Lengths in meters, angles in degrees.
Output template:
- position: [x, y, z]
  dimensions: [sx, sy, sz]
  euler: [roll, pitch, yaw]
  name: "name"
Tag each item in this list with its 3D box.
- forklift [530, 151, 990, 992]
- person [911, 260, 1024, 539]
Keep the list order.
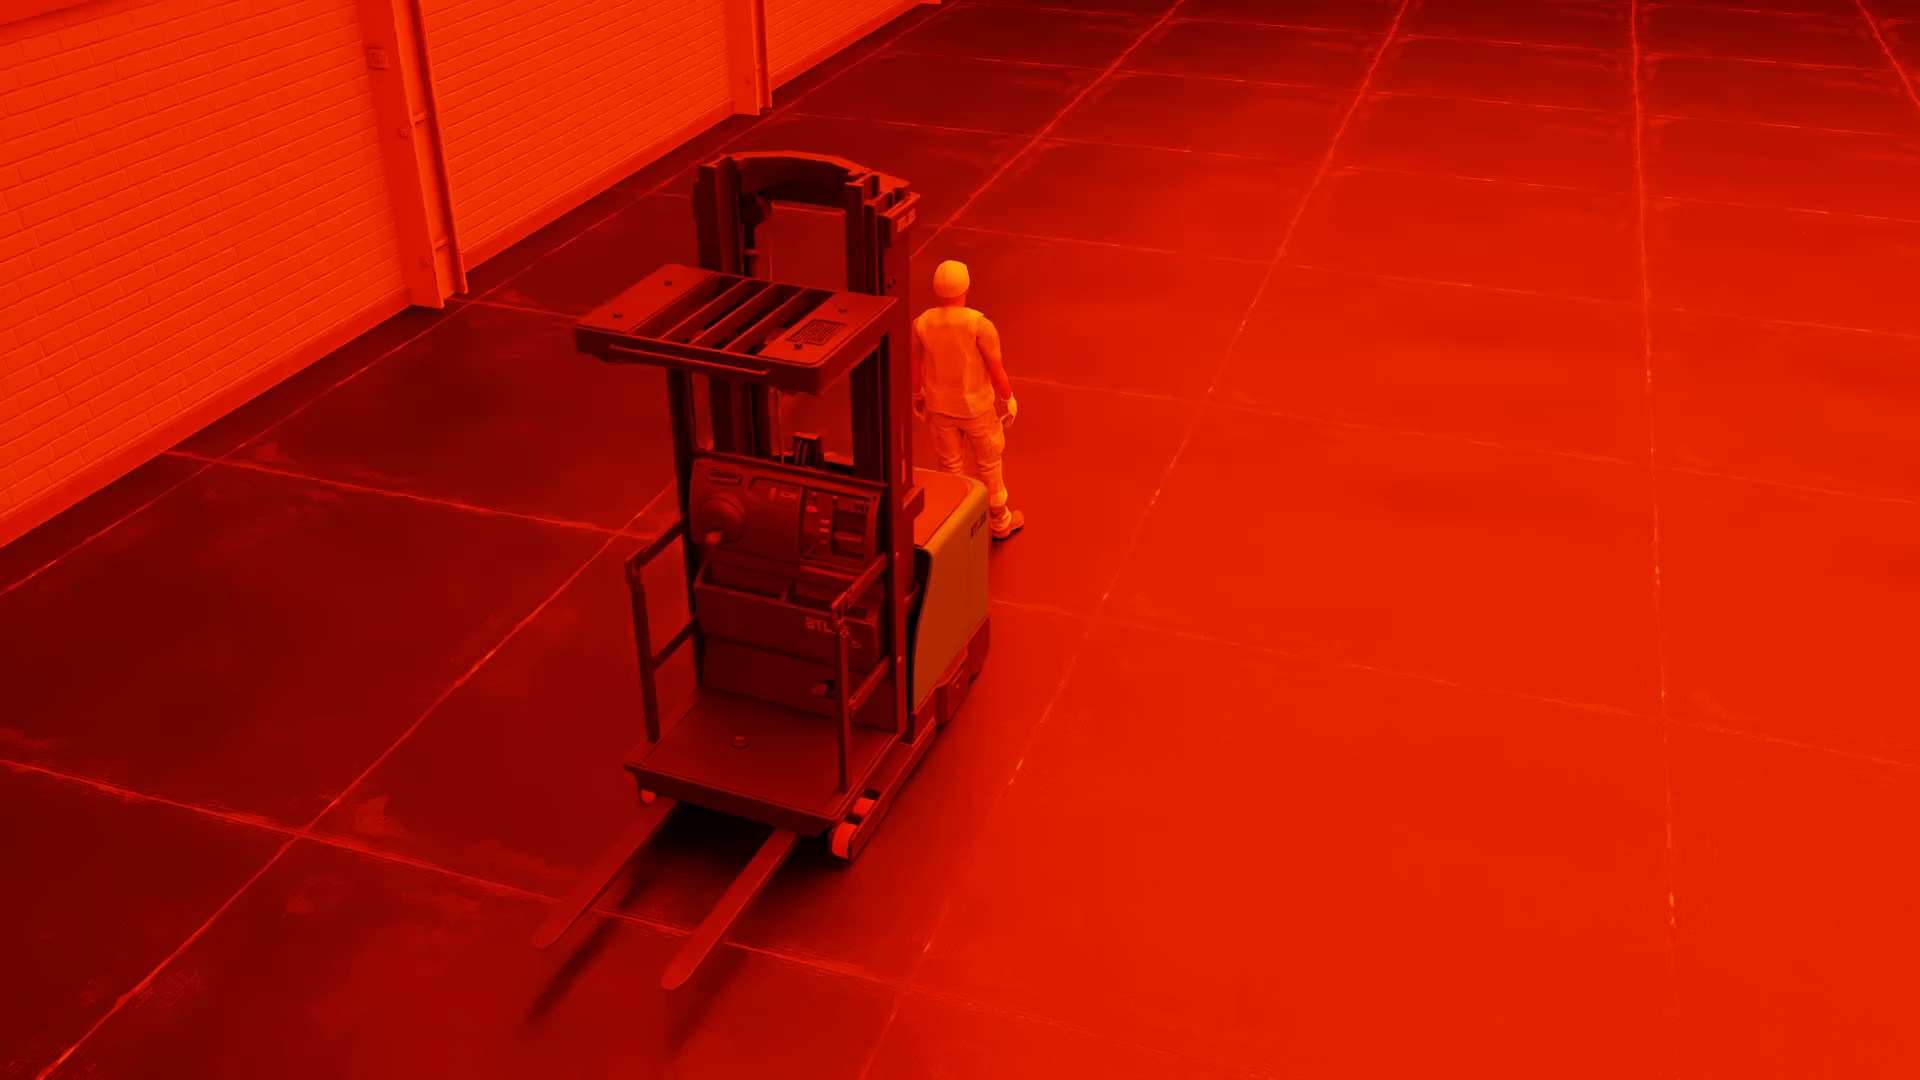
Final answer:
- position: [-0.866, -0.062, 7.245]
  dimensions: [1.130, 2.935, 3.031]
  euler: [11, 32, 19]
  name: "forklift"
- position: [0.036, -0.819, 9.713]
  dimensions: [0.638, 1.789, 0.562]
  euler: [10, 31, 16]
  name: "person"
